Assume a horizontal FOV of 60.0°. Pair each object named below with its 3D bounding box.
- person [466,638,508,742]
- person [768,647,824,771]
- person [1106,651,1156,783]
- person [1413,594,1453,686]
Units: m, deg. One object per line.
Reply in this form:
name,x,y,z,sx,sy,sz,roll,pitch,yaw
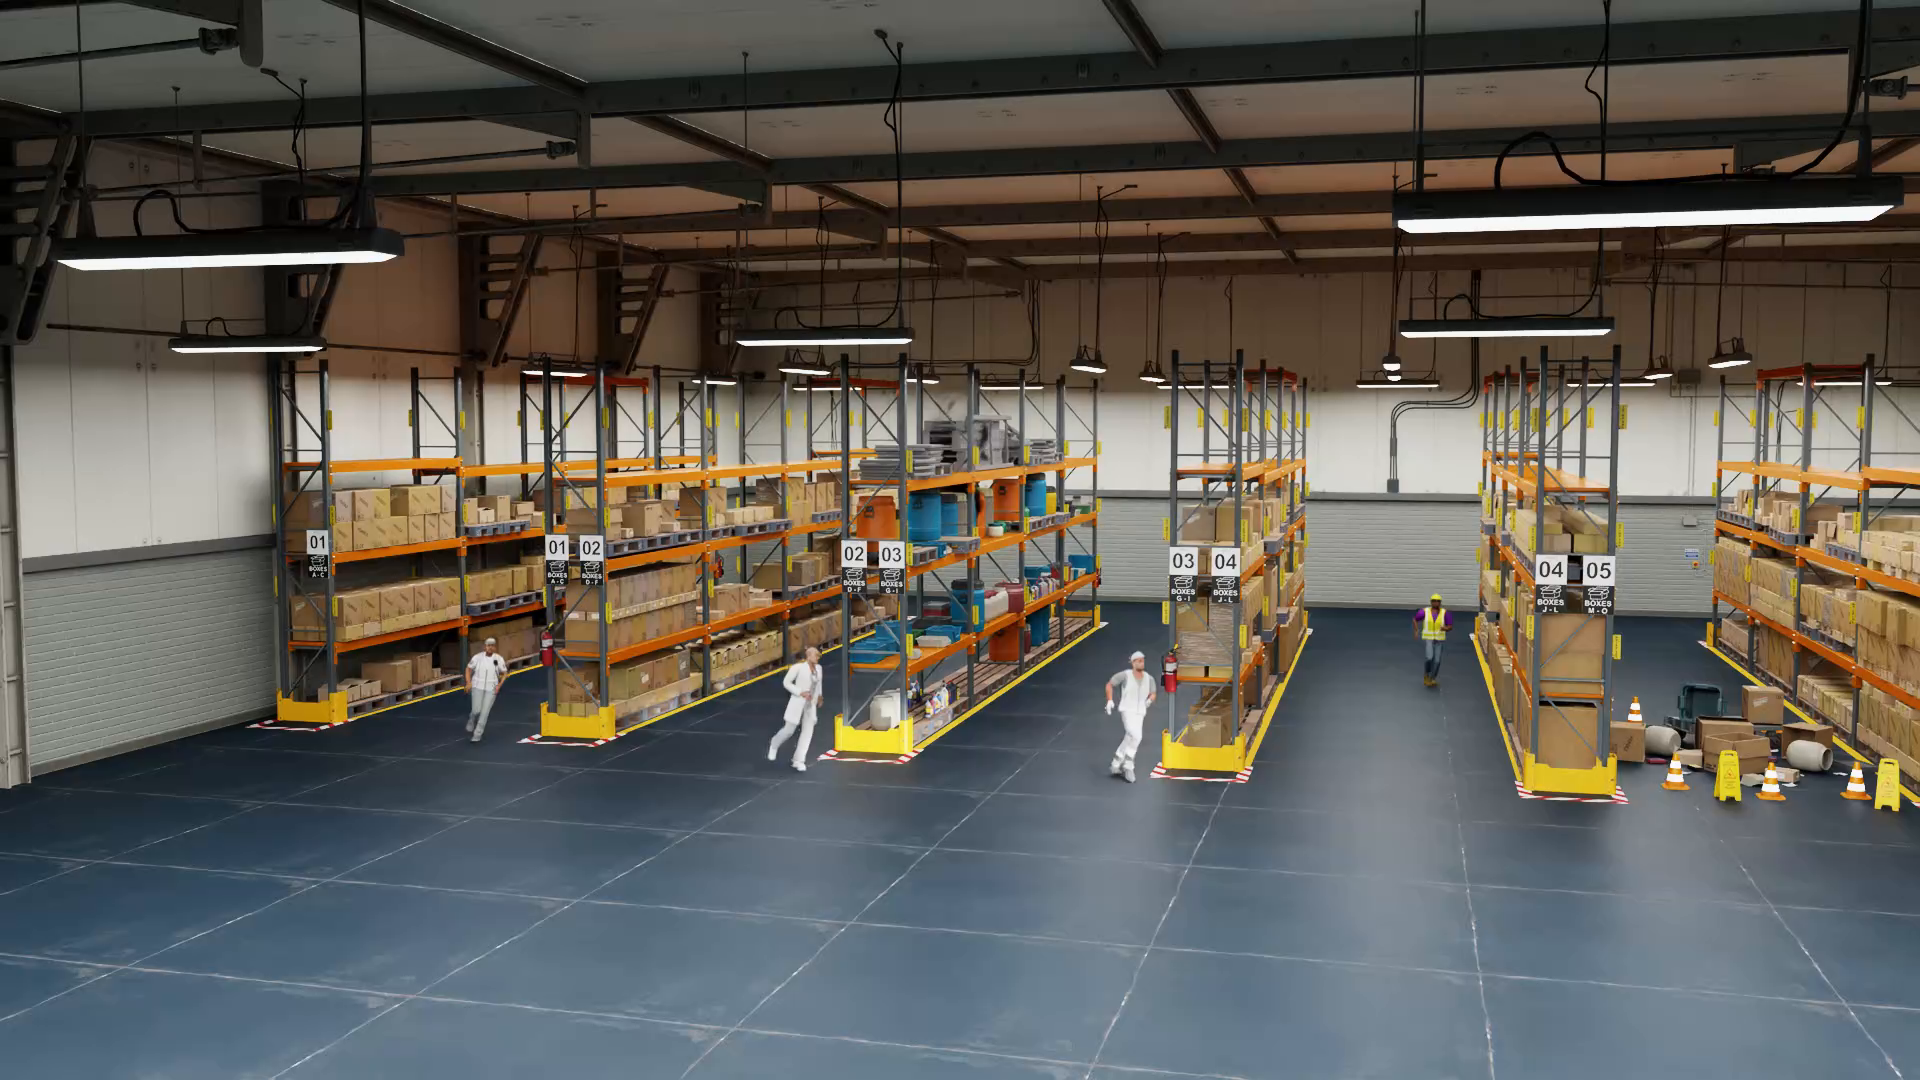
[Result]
person,-7.414,2.337,26.047,0.647,1.593,0.525,-1,4,-17
person,-2.279,2.408,24.139,0.760,1.702,1.046,-3,5,-36
person,2.431,2.440,23.237,0.687,1.754,0.697,-2,5,-25
person,8.878,1.879,31.157,0.692,1.741,0.660,1,4,7
